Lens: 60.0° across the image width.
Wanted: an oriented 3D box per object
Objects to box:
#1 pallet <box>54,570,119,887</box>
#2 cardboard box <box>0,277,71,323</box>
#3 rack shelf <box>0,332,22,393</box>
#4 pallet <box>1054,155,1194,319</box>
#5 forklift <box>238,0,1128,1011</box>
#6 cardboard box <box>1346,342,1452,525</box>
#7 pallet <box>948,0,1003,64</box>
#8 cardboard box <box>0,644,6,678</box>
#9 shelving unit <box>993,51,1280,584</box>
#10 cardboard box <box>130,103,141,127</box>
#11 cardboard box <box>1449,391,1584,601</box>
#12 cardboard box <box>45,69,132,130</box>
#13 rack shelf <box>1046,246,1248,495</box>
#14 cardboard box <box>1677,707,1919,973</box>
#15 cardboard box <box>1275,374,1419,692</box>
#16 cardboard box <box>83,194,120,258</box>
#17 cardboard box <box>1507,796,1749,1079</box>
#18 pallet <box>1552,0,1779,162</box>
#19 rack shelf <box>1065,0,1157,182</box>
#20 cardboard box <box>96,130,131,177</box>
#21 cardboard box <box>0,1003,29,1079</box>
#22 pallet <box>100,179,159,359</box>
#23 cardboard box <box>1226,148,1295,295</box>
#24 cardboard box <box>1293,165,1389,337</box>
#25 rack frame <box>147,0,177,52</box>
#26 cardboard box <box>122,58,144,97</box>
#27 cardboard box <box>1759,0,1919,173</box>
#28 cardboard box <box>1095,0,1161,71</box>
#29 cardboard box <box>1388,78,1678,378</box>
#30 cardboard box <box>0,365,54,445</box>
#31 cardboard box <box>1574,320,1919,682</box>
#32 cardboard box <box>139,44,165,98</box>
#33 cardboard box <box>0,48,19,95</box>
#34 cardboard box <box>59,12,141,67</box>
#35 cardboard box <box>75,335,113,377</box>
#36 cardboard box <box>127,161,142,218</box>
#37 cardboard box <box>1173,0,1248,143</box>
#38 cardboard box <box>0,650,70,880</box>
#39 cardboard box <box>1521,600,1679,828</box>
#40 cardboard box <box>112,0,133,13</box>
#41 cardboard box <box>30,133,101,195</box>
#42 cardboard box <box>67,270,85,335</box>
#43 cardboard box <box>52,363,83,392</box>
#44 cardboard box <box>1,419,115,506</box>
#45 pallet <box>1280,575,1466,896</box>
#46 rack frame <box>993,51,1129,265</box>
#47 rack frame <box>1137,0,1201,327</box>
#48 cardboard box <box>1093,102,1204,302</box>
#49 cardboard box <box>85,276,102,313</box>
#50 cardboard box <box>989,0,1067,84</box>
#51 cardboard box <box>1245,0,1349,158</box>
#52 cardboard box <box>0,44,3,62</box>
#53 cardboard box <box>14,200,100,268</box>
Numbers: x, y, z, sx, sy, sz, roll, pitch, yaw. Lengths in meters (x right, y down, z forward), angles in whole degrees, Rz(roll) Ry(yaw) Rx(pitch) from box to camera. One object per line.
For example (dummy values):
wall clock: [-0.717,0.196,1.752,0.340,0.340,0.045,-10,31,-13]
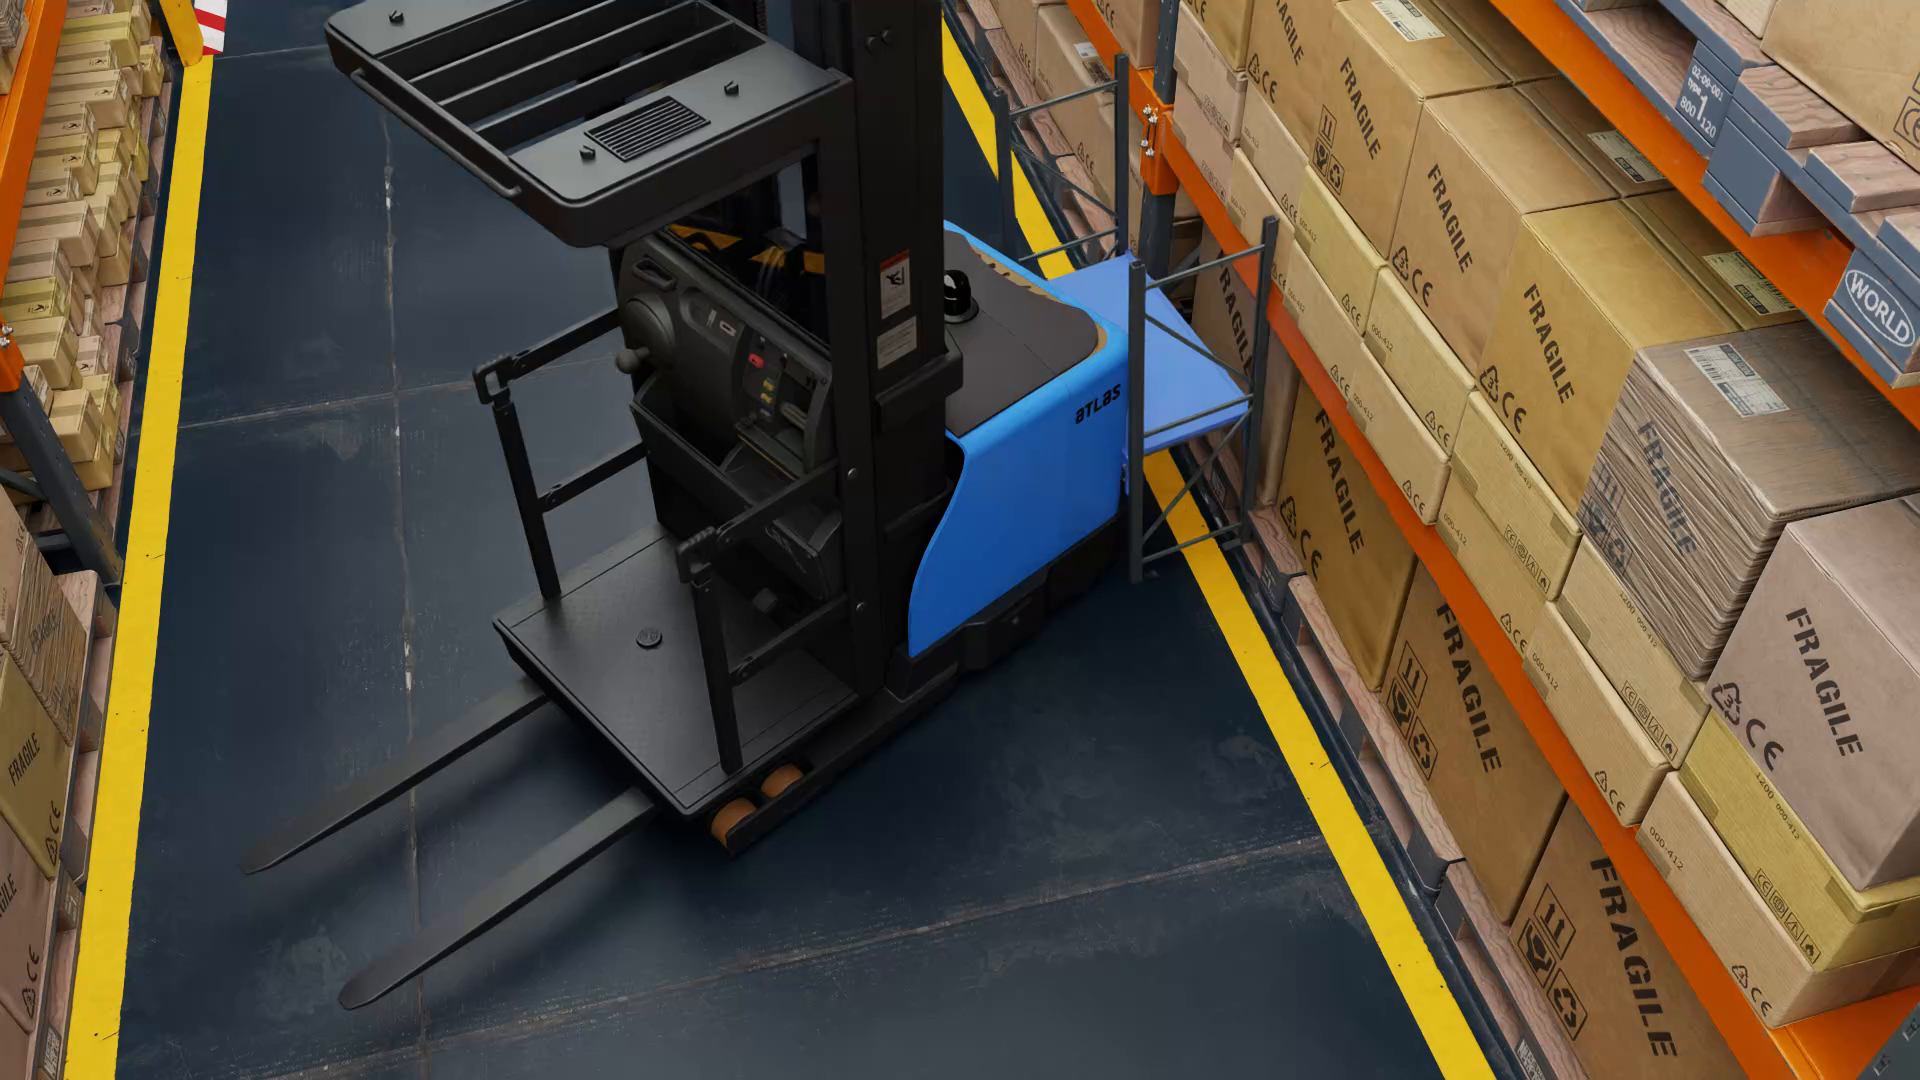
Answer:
pallet: [-3.367,0.682,5.434,1.003,0.211,1.213,-11,47,-10]
cardboard box: [-3.581,-0.831,6.250,0.380,0.149,0.250,-11,47,-11]
rack shelf: [-3.055,0.801,3.868,1.077,0.370,4.000,-11,47,-10]
pallet: [1.073,-1.369,7.444,1.003,0.211,1.213,-11,47,-10]
forklift: [-0.837,-0.466,4.655,3.031,2.935,1.130,-34,54,-29]
cardboard box: [1.418,-0.341,4.589,0.500,0.250,0.500,-11,47,-11]
pallet: [0.448,-3.054,9.095,1.003,0.211,1.213,-11,47,-10]
cardboard box: [-3.014,0.460,4.631,0.500,0.250,0.500,-9,46,-8]
shelving unit: [0.599,-0.756,5.917,0.538,1.500,1.048,-20,50,-12]
cardboard box: [-4.031,-1.891,7.705,0.380,0.149,0.250,-10,46,-10]
cardboard box: [1.561,-0.158,4.059,0.500,0.250,0.500,-12,47,-11]
cardboard box: [-3.885,-1.926,7.323,0.380,0.149,0.250,-9,46,-9]
rack shelf: [0.612,-0.638,6.052,0.538,0.185,1.000,-20,50,-12]
cardboard box: [1.846,0.545,3.370,0.500,0.250,0.500,-11,47,-10]
cardboard box: [1.667,-0.174,5.514,0.875,0.875,0.875,-9,46,-9]
cardboard box: [-3.717,-1.280,6.898,0.380,0.149,0.250,-11,47,-11]
cardboard box: [2.119,1.060,4.304,0.875,0.875,0.875,-11,47,-11]
pallet: [1.711,-1.235,3.392,1.003,0.211,1.213,-9,46,-8]
rack shelf: [0.680,-2.935,7.530,1.077,0.370,4.000,-11,47,-10]
cardboard box: [-3.853,-1.640,7.251,0.380,0.149,0.250,-9,46,-8]
cardboard box: [-2.746,1.423,4.211,0.500,0.500,0.500,-12,47,-11]
pallet: [-4.089,-1.156,7.235,1.003,0.211,1.213,-11,47,-10]
cardboard box: [1.183,-1.044,5.278,0.500,0.250,0.500,-12,47,-11]
cardboard box: [1.296,-0.865,4.753,0.500,0.250,0.500,-10,46,-10]
rack frame: [-4.591,-3.593,7.671,1.000,3.000,0.127,-11,47,-10]
cardboard box: [-4.046,-2.175,7.776,0.380,0.149,0.250,-12,47,-12]
cardboard box: [1.779,-0.925,2.592,0.700,0.500,0.500,-13,47,-12]
cardboard box: [0.826,-2.114,6.152,0.500,0.500,0.500,-10,46,-10]
cardboard box: [1.448,-0.786,4.150,0.500,0.500,0.500,-11,47,-11]
cardboard box: [-3.455,-0.464,5.890,0.380,0.149,0.250,-9,46,-9]
cardboard box: [1.691,-0.091,3.469,0.500,0.500,0.500,-10,46,-10]
cardboard box: [-4.091,-2.258,8.064,0.380,0.149,0.250,-9,46,-9]
cardboard box: [-3.646,-1.713,6.004,0.380,0.149,0.250,-10,46,-10]
cardboard box: [-4.013,-2.291,7.681,0.380,0.149,0.250,-12,47,-11]
cardboard box: [-3.532,-0.636,6.475,0.380,0.149,0.250,-11,47,-11]
cardboard box: [-3.855,-1.534,7.356,0.380,0.149,0.250,-10,46,-10]
cardboard box: [1.032,-1.573,5.446,0.500,0.250,0.500,-12,47,-11]
cardboard box: [-3.003,0.716,4.904,0.500,0.500,0.500,-12,47,-11]
cardboard box: [1.689,0.357,3.905,0.500,0.250,0.500,-10,46,-10]
cardboard box: [-4.211,-2.631,8.014,0.380,0.149,0.250,-10,46,-10]
cardboard box: [-3.831,-1.548,6.952,0.380,0.149,0.250,-10,47,-10]
cardboard box: [-3.666,-0.900,6.526,0.380,0.149,0.250,-13,47,-12]
cardboard box: [-3.502,-0.552,6.184,0.380,0.149,0.250,-10,46,-10]
cardboard box: [-3.350,-0.290,6.136,0.380,0.149,0.250,-13,47,-12]
pallet: [1.778,0.533,5.580,1.003,0.211,1.213,-11,47,-10]
rack frame: [0.401,-1.099,6.236,0.500,1.500,0.032,-20,50,-12]
rack frame: [1.192,-1.806,5.920,1.000,3.000,0.127,-11,47,-10]
cardboard box: [1.135,-1.509,7.129,0.875,0.438,0.875,-11,47,-11]
cardboard box: [-3.748,-0.982,6.814,0.380,0.149,0.250,-13,47,-12]
cardboard box: [0.676,-2.750,8.345,0.875,0.438,0.875,-10,46,-9]
cardboard box: [1.184,-1.488,4.838,0.500,0.500,0.500,-11,47,-11]
cardboard box: [-3.584,-1.699,5.536,0.500,0.500,0.500,-11,47,-10]
cardboard box: [-3.656,-1.197,6.609,0.380,0.149,0.250,-10,46,-9]
